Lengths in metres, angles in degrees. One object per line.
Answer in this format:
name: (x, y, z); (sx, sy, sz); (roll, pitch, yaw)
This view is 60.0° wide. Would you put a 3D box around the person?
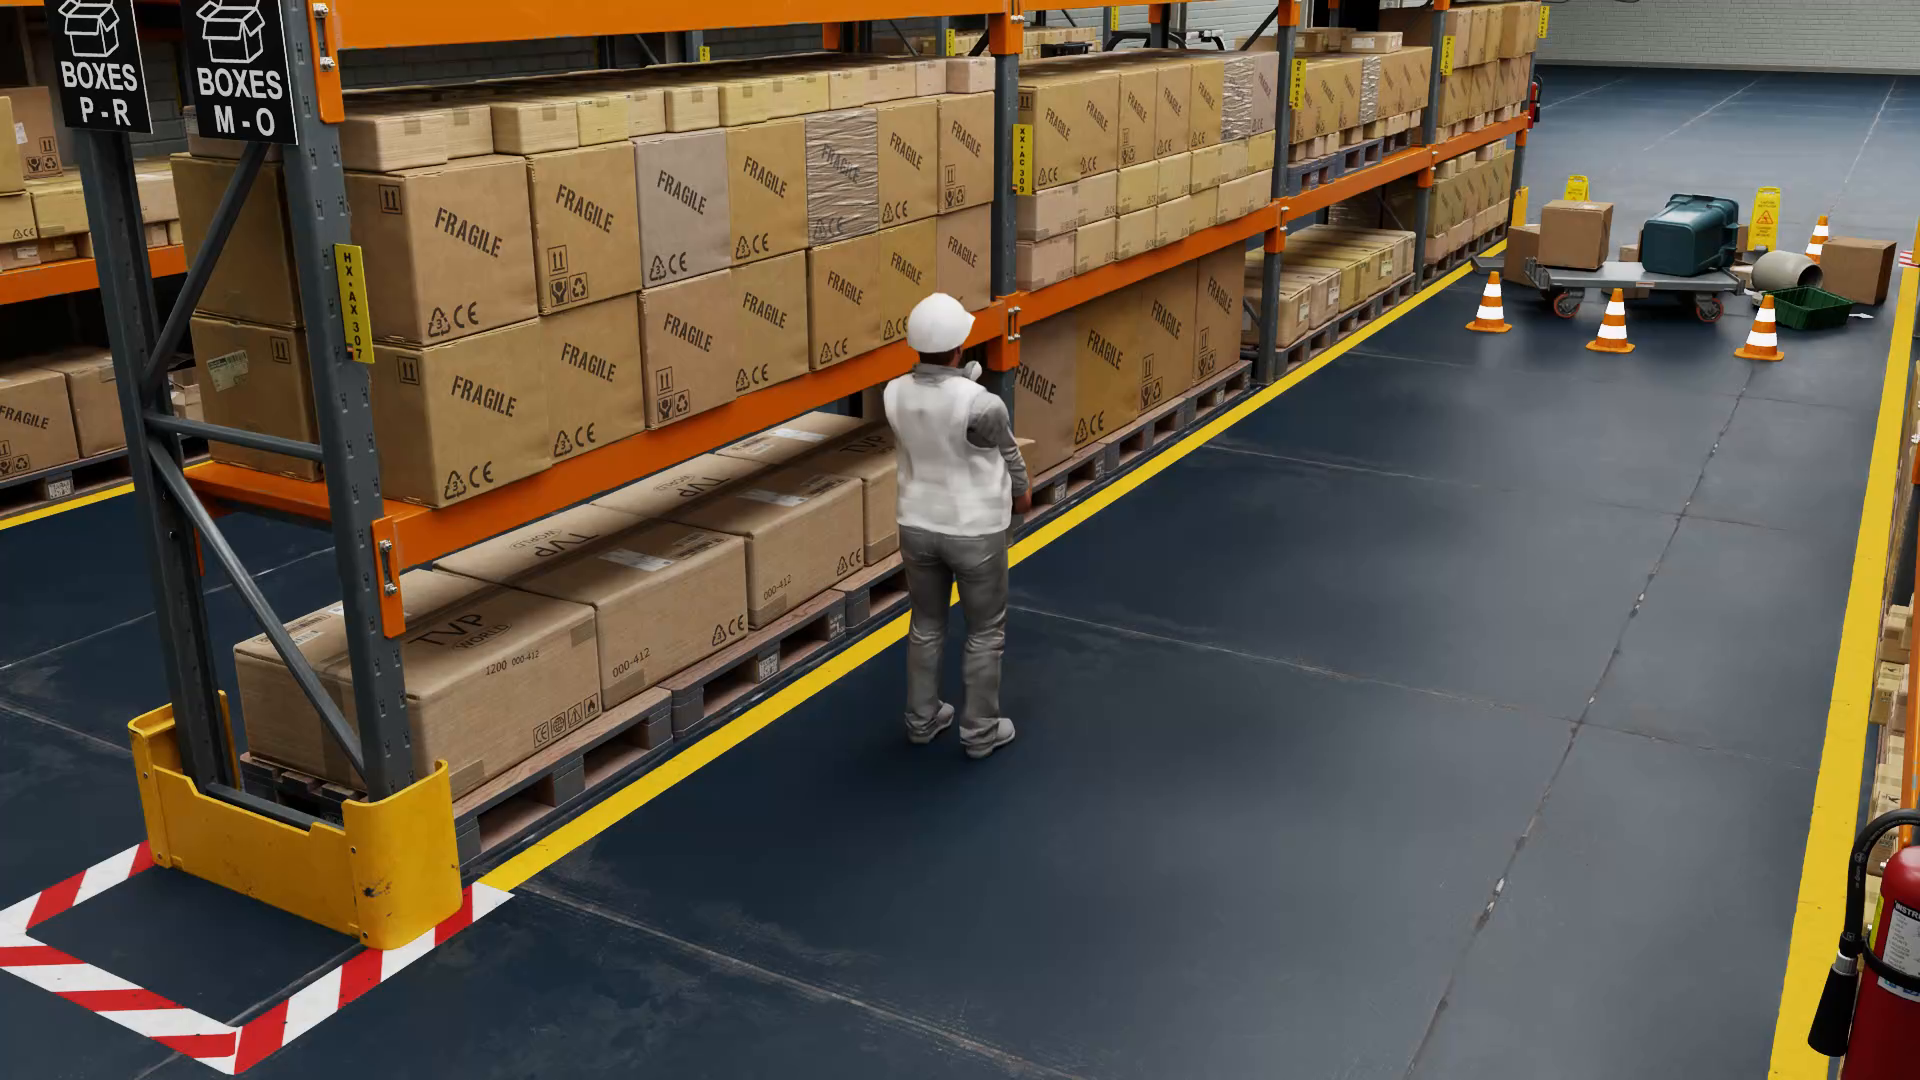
person: (0.005, -0.078, 6.264); (0.494, 1.762, 0.552); (11, 22, 28)
